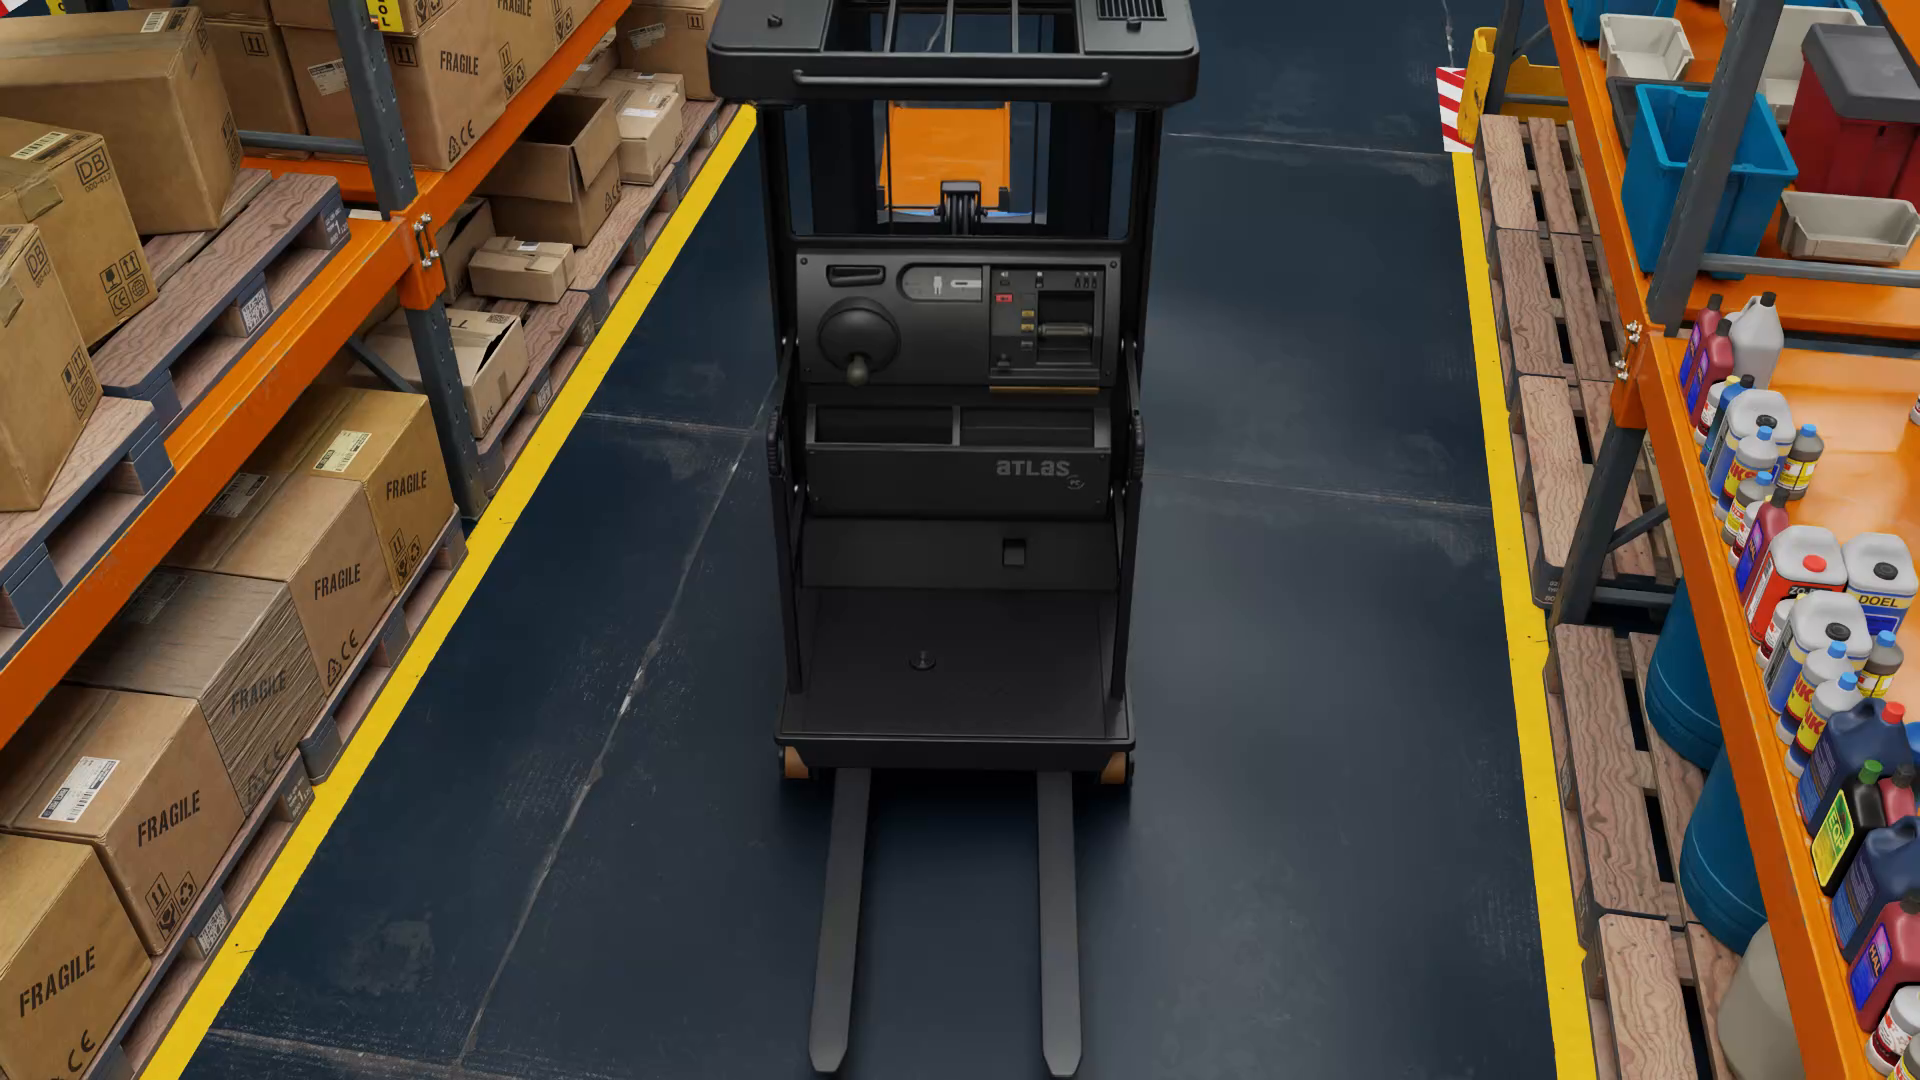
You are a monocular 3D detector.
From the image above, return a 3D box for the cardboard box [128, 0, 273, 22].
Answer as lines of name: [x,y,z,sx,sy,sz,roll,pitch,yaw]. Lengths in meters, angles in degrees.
cardboard box: [-2.484,-2.085,5.555,0.500,0.500,0.500,7,40,8]

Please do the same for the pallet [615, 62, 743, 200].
pallet: [-1.775,-2.203,8.749,1.003,0.211,1.213,6,40,8]

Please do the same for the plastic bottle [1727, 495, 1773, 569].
plastic bottle: [1.962,-0.020,4.076,0.097,0.201,0.097,0,40,0]

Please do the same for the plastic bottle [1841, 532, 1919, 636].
plastic bottle: [2.095,0.127,3.839,0.152,0.276,0.135,6,40,8]

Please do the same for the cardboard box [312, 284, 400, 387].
cardboard box: [-2.498,-0.910,6.614,0.500,0.500,0.500,6,40,8]

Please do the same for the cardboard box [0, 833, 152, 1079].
cardboard box: [-2.472,1.091,4.193,0.500,0.500,0.500,6,40,7]

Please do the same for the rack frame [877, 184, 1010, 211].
rack frame: [-0.067,-0.847,6.392,0.500,1.125,0.032,1,40,1]

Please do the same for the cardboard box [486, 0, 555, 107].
cardboard box: [-1.875,-1.966,6.195,0.500,0.500,0.500,7,40,8]

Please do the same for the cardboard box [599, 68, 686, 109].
cardboard box: [-1.635,-2.291,8.545,0.380,0.166,0.250,6,40,8]

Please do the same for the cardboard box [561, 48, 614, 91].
cardboard box: [-2.085,-2.312,8.505,0.500,0.250,0.500,6,40,8]

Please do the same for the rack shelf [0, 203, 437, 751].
rack shelf: [-2.663,0.217,4.198,1.077,0.370,4.000,6,40,8]

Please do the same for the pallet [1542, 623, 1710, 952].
pallet: [2.386,0.787,5.132,1.003,0.211,1.213,6,40,8]

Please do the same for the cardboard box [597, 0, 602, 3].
cardboard box: [-1.700,-2.599,6.960,0.500,0.500,0.500,6,40,7]

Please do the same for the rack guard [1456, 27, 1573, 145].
rack guard: [3.245,-2.330,8.676,1.175,0.500,0.348,6,40,8]

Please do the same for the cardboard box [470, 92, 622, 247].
cardboard box: [-1.997,-1.703,7.569,0.797,0.503,0.637,6,40,8]

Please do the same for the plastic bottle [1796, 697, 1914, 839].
plastic bottle: [1.840,0.449,3.391,0.144,0.351,0.185,6,40,8]

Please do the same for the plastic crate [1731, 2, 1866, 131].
plastic crate: [3.007,-1.682,5.977,0.437,0.282,0.530,6,40,8]

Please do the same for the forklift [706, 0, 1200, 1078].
forklift: [-0.007,-0.558,4.625,1.130,2.935,3.031,1,40,1]

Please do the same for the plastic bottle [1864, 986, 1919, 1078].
plastic bottle: [1.714,0.876,2.992,0.097,0.201,0.097,0,40,0]

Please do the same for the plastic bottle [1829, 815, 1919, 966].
plastic bottle: [1.785,0.649,3.150,0.144,0.351,0.185,6,40,8]

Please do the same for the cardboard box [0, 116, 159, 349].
cardboard box: [-2.676,-0.805,4.461,0.700,0.500,0.500,12,41,15]

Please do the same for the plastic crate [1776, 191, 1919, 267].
plastic crate: [2.782,-0.965,5.223,0.396,0.136,0.243,6,40,8]

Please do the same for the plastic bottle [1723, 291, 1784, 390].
plastic bottle: [2.174,-0.537,4.585,0.144,0.351,0.185,6,40,8]

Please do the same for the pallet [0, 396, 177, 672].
pallet: [-2.677,0.048,3.989,1.003,0.211,1.213,6,40,8]

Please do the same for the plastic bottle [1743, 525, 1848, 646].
plastic bottle: [1.945,0.110,3.860,0.152,0.276,0.135,6,40,8]

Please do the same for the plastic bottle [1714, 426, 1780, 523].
plastic bottle: [1.995,-0.169,4.202,0.097,0.271,0.097,0,40,0]

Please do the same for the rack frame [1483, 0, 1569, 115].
rack frame: [3.253,-3.277,7.860,1.000,3.000,0.127,6,40,8]

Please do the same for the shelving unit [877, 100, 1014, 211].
shelving unit: [-0.056,-1.171,6.784,0.538,1.125,1.048,1,40,1]

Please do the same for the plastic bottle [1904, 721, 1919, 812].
plastic bottle: [1.967,0.466,3.434,0.097,0.271,0.097,0,40,0]

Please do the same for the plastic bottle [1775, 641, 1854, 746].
plastic bottle: [1.858,0.328,3.601,0.097,0.271,0.097,0,40,0]

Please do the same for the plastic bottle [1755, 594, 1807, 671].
plastic bottle: [1.898,0.209,3.799,0.097,0.201,0.097,0,40,0]

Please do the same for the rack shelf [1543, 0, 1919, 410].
rack shelf: [2.907,-1.745,6.571,1.077,0.370,4.000,6,40,8]

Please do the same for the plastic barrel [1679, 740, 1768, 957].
plastic barrel: [2.328,0.664,4.410,0.600,0.901,0.708,6,40,8]

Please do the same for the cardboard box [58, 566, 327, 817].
cardboard box: [-2.301,0.444,4.976,0.500,0.500,0.500,7,40,8]

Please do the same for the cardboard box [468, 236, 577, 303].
cardboard box: [-1.891,-1.177,7.197,0.380,0.166,0.250,6,40,8]

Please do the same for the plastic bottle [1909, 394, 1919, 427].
plastic bottle: [2.685,-0.409,4.547,0.097,0.201,0.097,0,40,0]

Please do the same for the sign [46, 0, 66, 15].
sign: [-2.853,-1.704,5.278,0.100,0.325,0.005,6,40,8]

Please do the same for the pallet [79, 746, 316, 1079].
pallet: [-2.629,1.042,4.824,1.003,0.211,1.213,6,40,8]

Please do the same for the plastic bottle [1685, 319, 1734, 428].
plastic bottle: [2.054,-0.455,4.538,0.061,0.283,0.133,6,40,8]

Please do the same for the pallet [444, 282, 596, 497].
pallet: [-2.197,-0.672,6.897,1.003,0.211,1.213,6,40,8]

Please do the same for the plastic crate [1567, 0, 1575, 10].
plastic crate: [2.658,-2.291,6.751,0.416,0.233,0.300,6,40,8]

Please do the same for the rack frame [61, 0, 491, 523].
rack frame: [-2.317,-1.315,5.487,1.000,3.000,0.127,6,40,8]

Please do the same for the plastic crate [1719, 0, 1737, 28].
plastic crate: [3.169,-2.121,6.622,0.298,0.136,0.250,6,40,8]

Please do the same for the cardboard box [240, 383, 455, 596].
cardboard box: [-2.120,-0.180,5.731,0.500,0.500,0.500,6,40,7]

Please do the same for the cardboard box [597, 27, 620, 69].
cardboard box: [-2.036,-2.672,9.020,0.380,0.149,0.250,6,40,8]

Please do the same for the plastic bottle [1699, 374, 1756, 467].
plastic bottle: [2.035,-0.315,4.378,0.097,0.271,0.097,0,40,0]

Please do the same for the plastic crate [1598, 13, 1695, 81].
plastic crate: [2.566,-1.814,6.250,0.293,0.136,0.466,6,40,8]

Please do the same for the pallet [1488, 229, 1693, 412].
pallet: [2.859,-0.926,7.204,1.003,0.211,1.213,6,40,8]
